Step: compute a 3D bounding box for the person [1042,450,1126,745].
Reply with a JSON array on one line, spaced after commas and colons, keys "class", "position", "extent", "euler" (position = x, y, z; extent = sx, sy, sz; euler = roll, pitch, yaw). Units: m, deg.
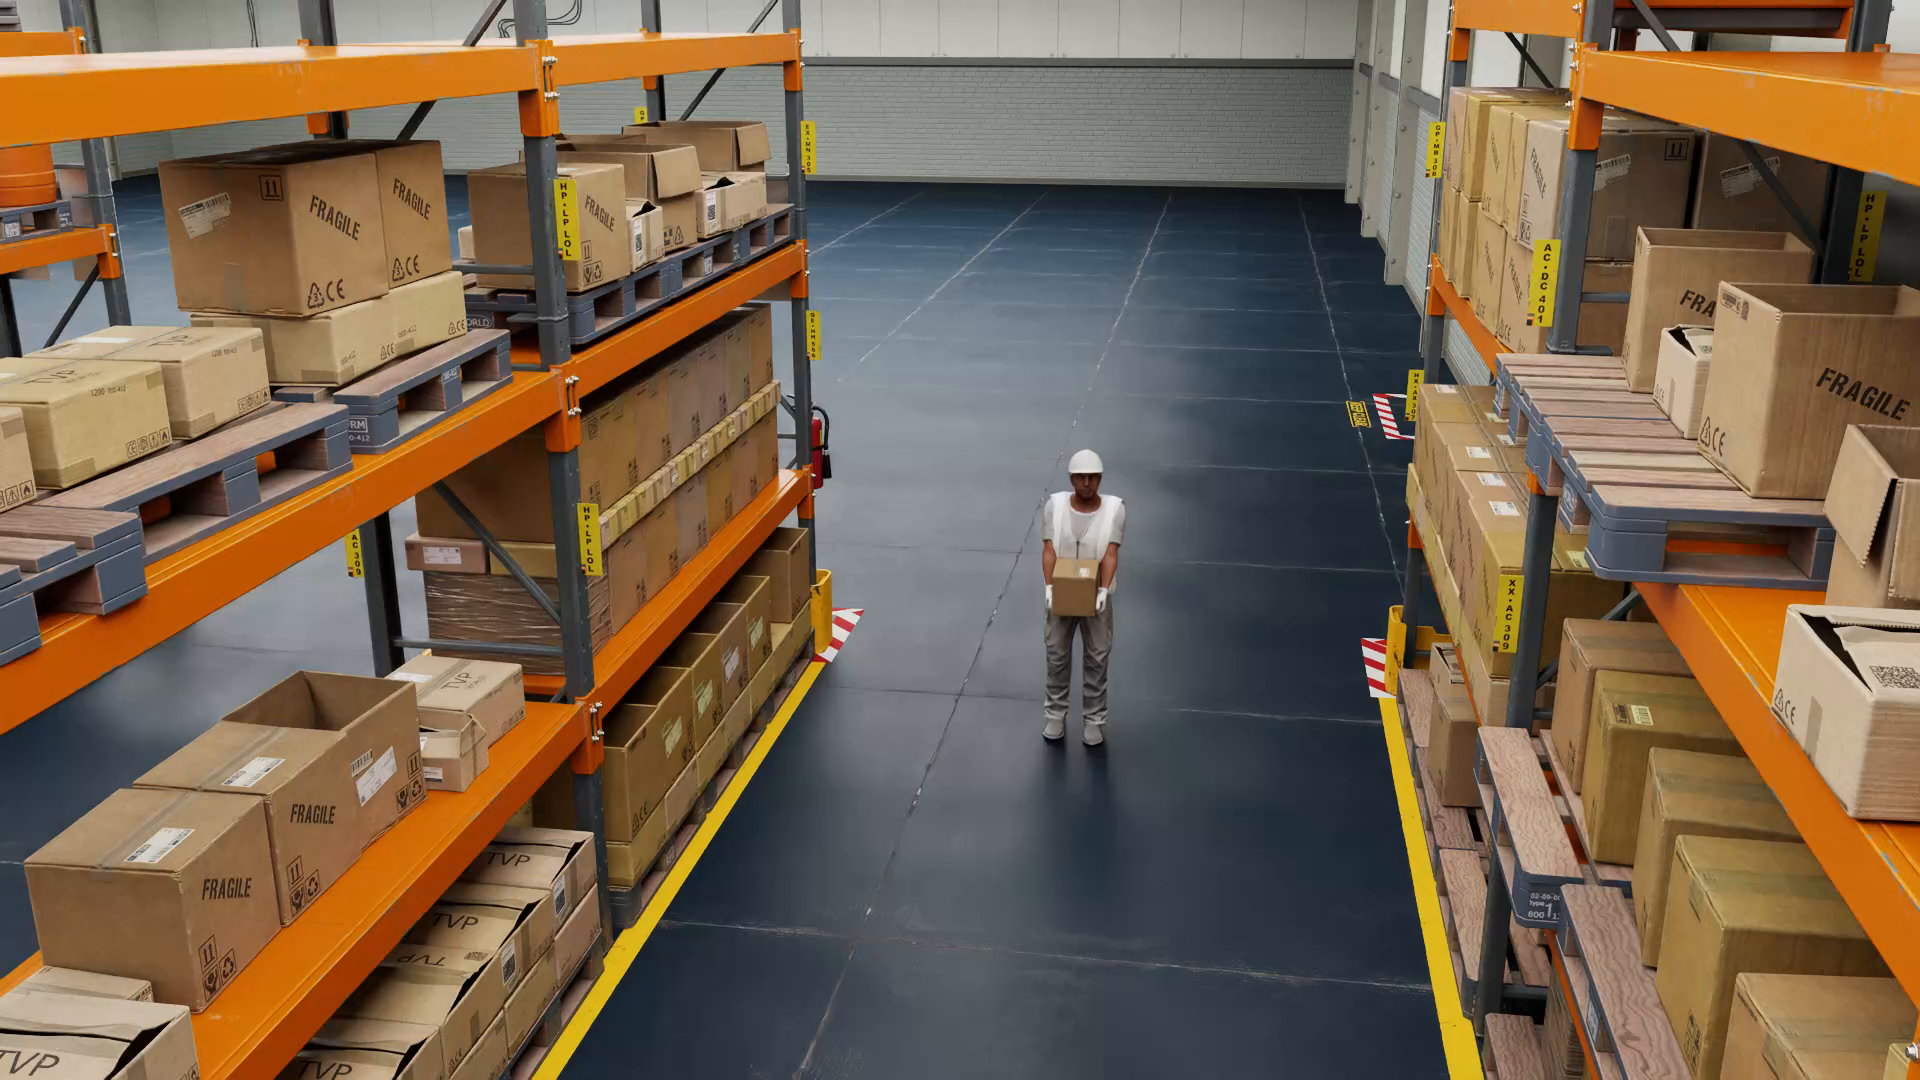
[{"class": "person", "position": [0.717, 0.359, 9.894], "extent": [0.489, 1.782, 0.566], "euler": [3, 18, 9]}]
